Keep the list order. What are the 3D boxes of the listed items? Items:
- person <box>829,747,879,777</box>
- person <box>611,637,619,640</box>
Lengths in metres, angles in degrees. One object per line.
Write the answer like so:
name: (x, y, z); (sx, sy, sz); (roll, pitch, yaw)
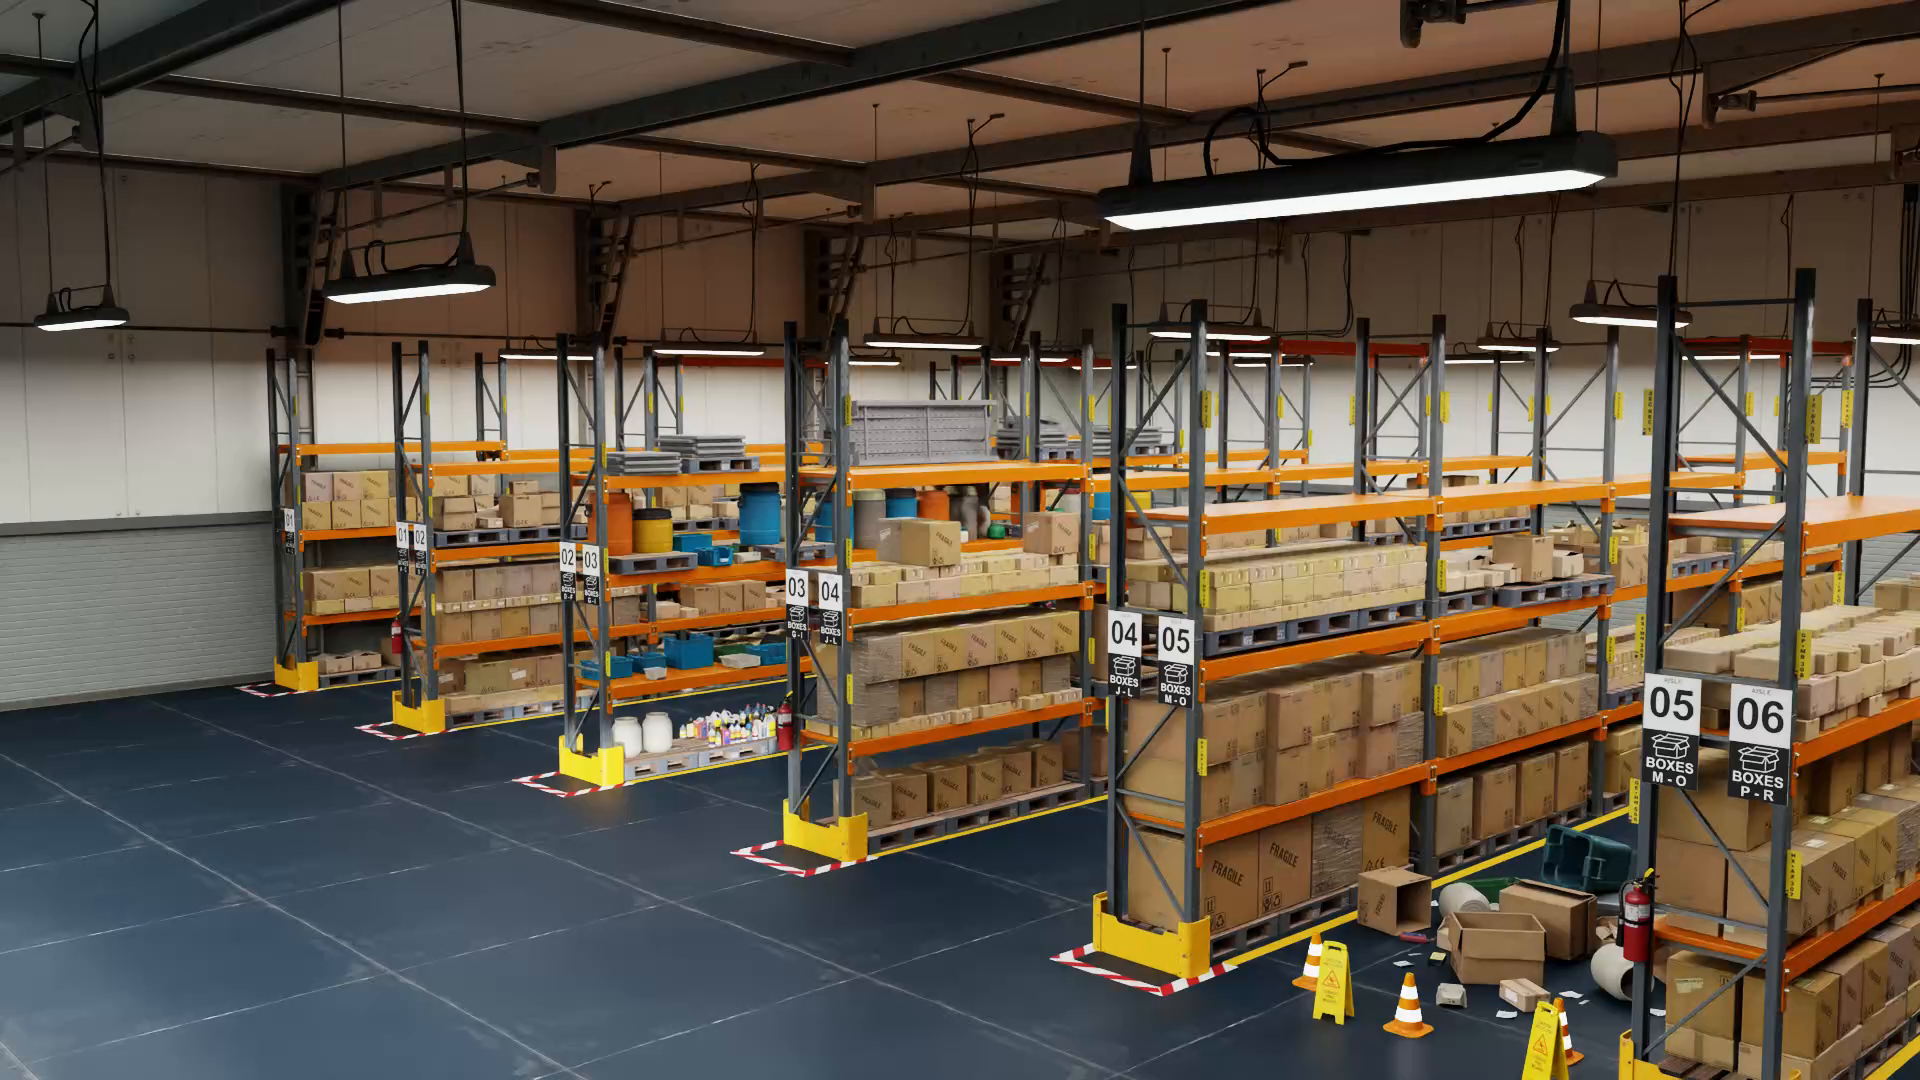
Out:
person: (-1.382, 2.490, 21.557); (0.976, 1.594, 0.678); (-4, 6, -39)
person: (-6.536, 1.620, 31.688); (0.570, 1.641, 0.716); (2, 5, 26)
